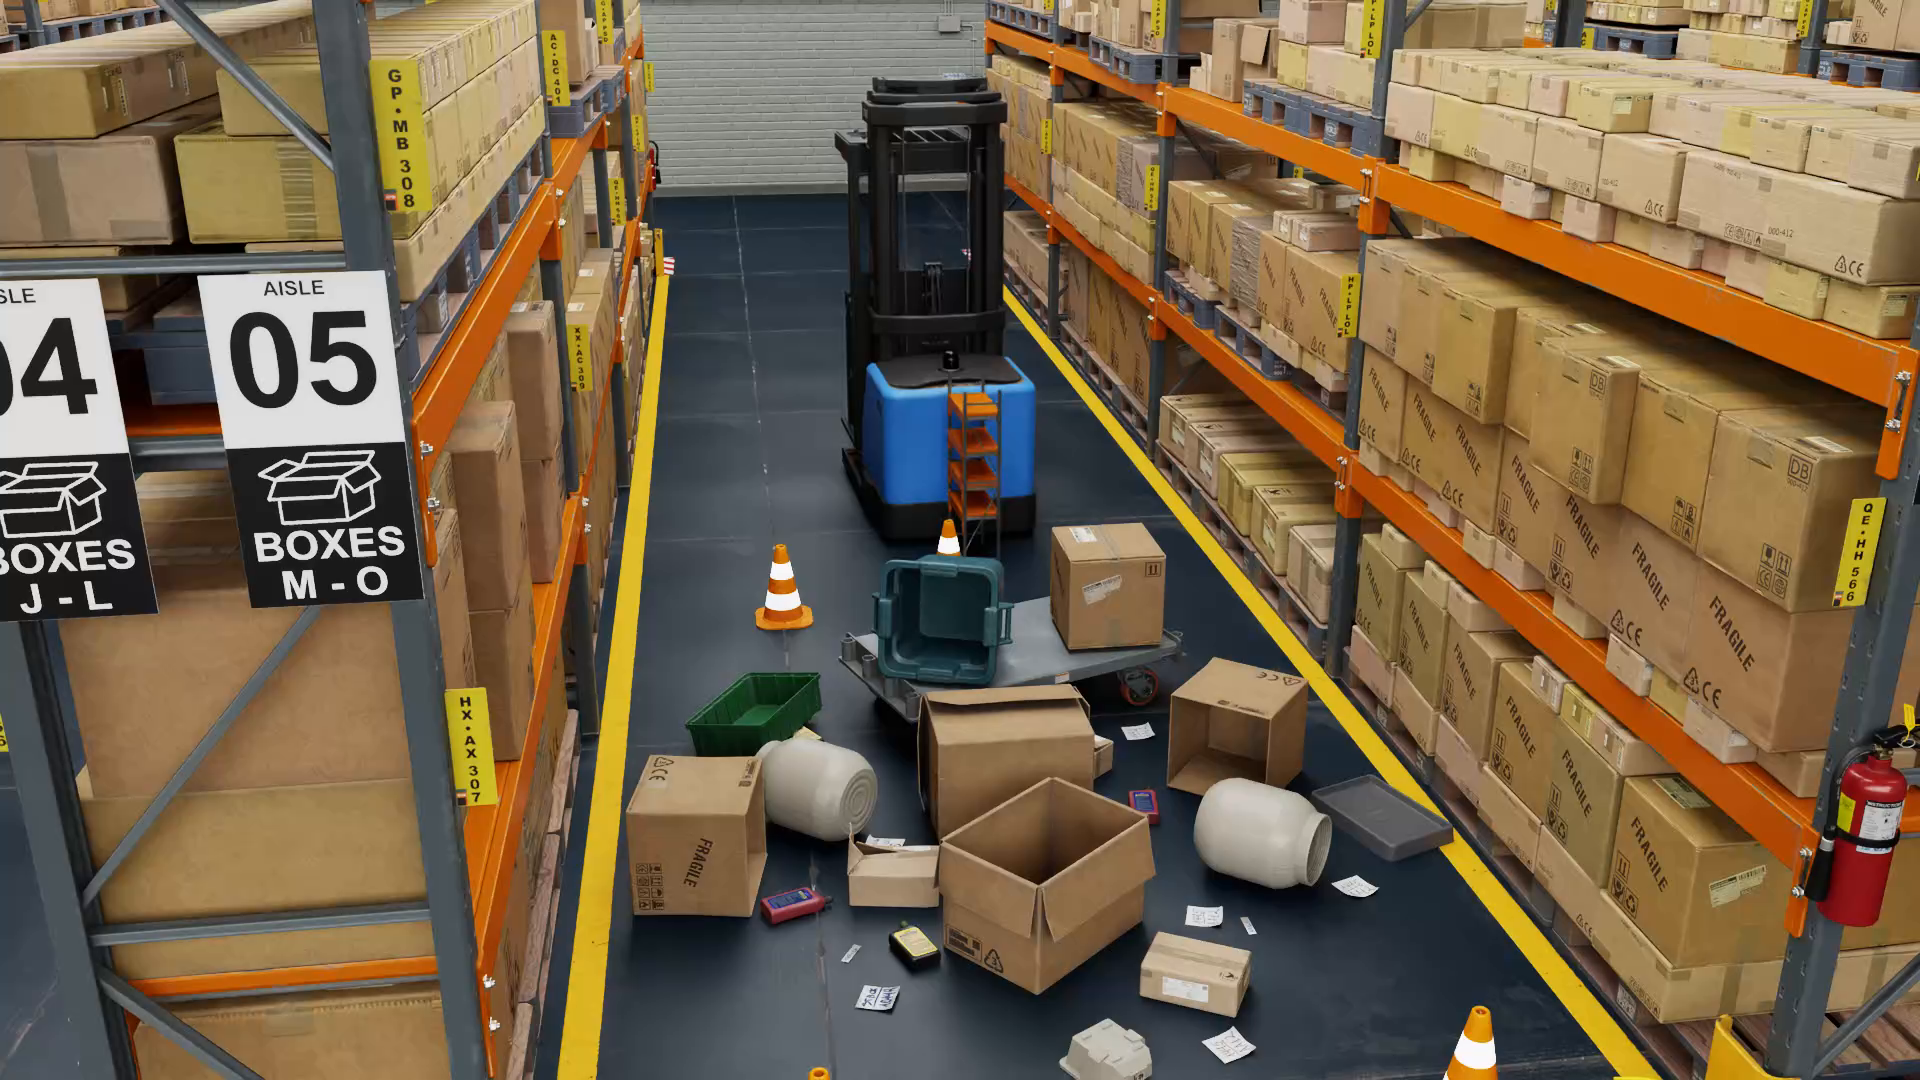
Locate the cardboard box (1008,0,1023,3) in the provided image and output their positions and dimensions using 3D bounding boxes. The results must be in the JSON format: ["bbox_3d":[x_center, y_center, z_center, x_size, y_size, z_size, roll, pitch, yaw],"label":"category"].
[{"bbox_3d":[0.729,-5.976,18.259,0.380,0.149,0.250,-2,21,-6],"label":"cardboard box"}]

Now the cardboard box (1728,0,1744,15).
[{"bbox_3d":[6.505,-4.357,13.526,0.380,0.149,0.250,-3,21,-9],"label":"cardboard box"}]

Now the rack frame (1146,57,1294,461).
[{"bbox_3d":[1.953,-2.064,12.455,1.000,3.000,0.127,-3,21,-8],"label":"rack frame"}]

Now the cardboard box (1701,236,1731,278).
[{"bbox_3d":[2.734,-0.960,5.572,0.380,0.149,0.250,-3,21,-7],"label":"cardboard box"}]

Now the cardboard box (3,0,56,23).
[{"bbox_3d":[-8.603,-4.912,14.909,0.700,0.500,0.500,-4,21,-11],"label":"cardboard box"}]

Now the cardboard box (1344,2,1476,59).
[{"bbox_3d":[2.320,-2.639,8.607,0.500,0.250,0.500,-2,21,-7],"label":"cardboard box"}]

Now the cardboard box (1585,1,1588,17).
[{"bbox_3d":[5.940,-5.017,15.690,0.380,0.149,0.250,-3,21,-7],"label":"cardboard box"}]

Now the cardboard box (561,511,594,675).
[{"bbox_3d":[-2.533,0.252,8.868,1.050,0.750,0.750,-3,21,-8],"label":"cardboard box"}]

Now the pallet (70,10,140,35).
[{"bbox_3d":[-8.710,-5.018,16.204,1.003,0.211,1.213,-3,21,-8],"label":"pallet"}]

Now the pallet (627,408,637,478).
[{"bbox_3d":[-3.042,-0.744,12.905,1.003,0.211,1.213,-3,21,-8],"label":"pallet"}]

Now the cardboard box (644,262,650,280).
[{"bbox_3d":[-3.476,-2.839,17.580,0.380,0.149,0.250,-3,21,-7],"label":"cardboard box"}]

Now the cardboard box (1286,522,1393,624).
[{"bbox_3d":[2.451,0.174,9.619,0.950,0.372,0.625,-3,21,-7],"label":"cardboard box"}]

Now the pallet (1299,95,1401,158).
[{"bbox_3d":[2.546,-2.215,8.842,1.213,0.211,1.003,-3,21,-8],"label":"pallet"}]

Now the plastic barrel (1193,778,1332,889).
[{"bbox_3d":[1.310,1.274,7.200,0.512,0.421,0.421,12,24,30],"label":"plastic barrel"}]

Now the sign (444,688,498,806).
[{"bbox_3d":[-1.228,0.522,4.181,0.100,0.325,0.005,-3,21,-8],"label":"sign"}]

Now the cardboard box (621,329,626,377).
[{"bbox_3d":[-2.791,-1.407,12.597,0.500,0.250,0.500,-4,21,-10],"label":"cardboard box"}]

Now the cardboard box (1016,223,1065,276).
[{"bbox_3d":[1.134,-3.290,18.800,0.875,0.438,0.875,-2,21,-6],"label":"cardboard box"}]

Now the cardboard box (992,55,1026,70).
[{"bbox_3d":[0.577,-5.516,19.199,0.380,0.149,0.250,-2,21,-7],"label":"cardboard box"}]

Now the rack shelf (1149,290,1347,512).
[{"bbox_3d":[2.241,-1.034,10.727,1.077,0.370,4.000,-3,21,-8],"label":"rack shelf"}]

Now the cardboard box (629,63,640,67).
[{"bbox_3d":[-3.699,-4.882,18.004,0.500,0.500,0.500,-4,21,-10],"label":"cardboard box"}]

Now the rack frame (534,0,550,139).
[{"bbox_3d":[-2.354,-3.205,6.935,1.000,3.000,0.127,-3,21,-8],"label":"rack frame"}]

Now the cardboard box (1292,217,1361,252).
[{"bbox_3d":[2.127,-1.752,9.525,0.380,0.149,0.250,-4,21,-9],"label":"cardboard box"}]

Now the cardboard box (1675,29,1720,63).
[{"bbox_3d":[6.404,-4.163,14.003,0.500,0.250,0.500,-3,21,-8],"label":"cardboard box"}]

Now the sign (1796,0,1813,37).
[{"bbox_3d":[6.327,-3.936,12.442,0.100,0.325,0.005,-3,21,-8],"label":"sign"}]

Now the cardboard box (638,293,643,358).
[{"bbox_3d":[-3.152,-1.946,15.113,0.500,0.500,0.500,-3,21,-9],"label":"cardboard box"}]

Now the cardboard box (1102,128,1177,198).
[{"bbox_3d":[1.472,-3.094,13.642,0.500,0.500,0.500,-3,21,-8],"label":"cardboard box"}]

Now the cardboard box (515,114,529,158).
[{"bbox_3d":[-1.873,-1.550,6.408,0.380,0.149,0.250,-3,21,-8],"label":"cardboard box"}]

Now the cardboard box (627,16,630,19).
[{"bbox_3d":[-3.394,-4.846,15.830,0.500,0.250,0.500,-3,21,-9],"label":"cardboard box"}]

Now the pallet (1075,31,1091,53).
[{"bbox_3d":[1.557,-4.449,14.828,0.805,0.209,1.217,-4,21,-10],"label":"pallet"}]

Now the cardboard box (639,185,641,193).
[{"bbox_3d":[-3.463,-3.615,16.966,0.380,0.149,0.250,-2,21,-5],"label":"cardboard box"}]

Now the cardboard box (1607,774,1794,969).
[{"bbox_3d":[2.732,1.182,6.023,0.500,0.500,0.500,-3,21,-7],"label":"cardboard box"}]

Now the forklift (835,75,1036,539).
[{"bbox_3d":[-0.283,-1.860,12.008,1.130,2.935,3.031,-4,21,-11],"label":"forklift"}]

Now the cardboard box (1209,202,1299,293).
[{"bbox_3d":[1.954,-1.916,10.890,0.500,0.500,0.500,-3,21,-7],"label":"cardboard box"}]

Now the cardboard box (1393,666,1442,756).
[{"bbox_3d":[2.435,0.815,8.078,0.500,0.250,0.500,-2,21,-5],"label":"cardboard box"}]

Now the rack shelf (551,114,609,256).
[{"bbox_3d":[-2.643,-2.155,9.440,1.077,0.370,4.000,-3,21,-8],"label":"rack shelf"}]

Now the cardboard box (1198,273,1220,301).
[{"bbox_3d":[1.836,-1.728,11.315,0.380,0.149,0.250,-3,21,-7],"label":"cardboard box"}]

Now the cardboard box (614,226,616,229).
[{"bbox_3d":[-3.064,-2.665,13.823,0.380,0.149,0.250,-2,21,-5],"label":"cardboard box"}]

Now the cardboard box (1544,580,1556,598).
[{"bbox_3d":[2.639,0.175,6.820,0.380,0.149,0.250,-3,21,-8],"label":"cardboard box"}]

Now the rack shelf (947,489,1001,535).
[{"bbox_3d":[0.090,-0.191,10.773,0.258,0.148,0.480,-4,21,-11],"label":"rack shelf"}]

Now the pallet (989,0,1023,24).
[{"bbox_3d":[0.917,-5.941,18.675,1.003,0.211,1.213,-3,21,-8],"label":"pallet"}]

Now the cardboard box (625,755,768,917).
[{"bbox_3d":[-1.115,1.261,7.121,0.500,0.500,0.500,1,20,2],"label":"cardboard box"}]

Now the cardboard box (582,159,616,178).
[{"bbox_3d":[-3.182,-3.210,14.433,0.380,0.149,0.250,-4,21,-9],"label":"cardboard box"}]

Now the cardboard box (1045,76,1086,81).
[{"bbox_3d":[1.060,-4.542,16.591,0.380,0.149,0.250,-3,21,-8],"label":"cardboard box"}]

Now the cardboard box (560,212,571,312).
[{"bbox_3d":[-2.652,-1.609,9.665,0.700,0.500,0.500,-3,21,-8],"label":"cardboard box"}]

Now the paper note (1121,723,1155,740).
[{"bbox_3d":[0.918,0.981,8.545,0.148,0.019,0.142,-3,21,-8],"label":"paper note"}]

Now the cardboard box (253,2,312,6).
[{"bbox_3d":[-2.600,-2.067,6.653,0.380,0.149,0.250,-3,21,-8],"label":"cardboard box"}]

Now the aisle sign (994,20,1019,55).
[{"bbox_3d":[0.502,-6.062,19.444,0.394,0.787,0.004,-3,21,-8],"label":"aisle sign"}]

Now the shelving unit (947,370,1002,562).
[{"bbox_3d":[0.090,-0.440,10.680,0.258,1.200,0.503,-4,21,-11],"label":"shelving unit"}]

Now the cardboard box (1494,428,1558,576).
[{"bbox_3d":[2.564,-0.178,6.837,0.500,0.500,0.500,-3,21,-7],"label":"cardboard box"}]

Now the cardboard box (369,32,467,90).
[{"bbox_3d":[-1.657,-1.398,4.860,0.380,0.149,0.250,-3,21,-9],"label":"cardboard box"}]

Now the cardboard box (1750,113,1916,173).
[{"bbox_3d":[2.711,-1.236,5.170,0.380,0.149,0.250,-3,21,-8],"label":"cardboard box"}]

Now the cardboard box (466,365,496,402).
[{"bbox_3d":[-2.115,-0.279,5.919,0.875,0.550,0.500,-3,21,-8],"label":"cardboard box"}]

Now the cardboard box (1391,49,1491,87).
[{"bbox_3d":[2.252,-2.214,7.790,0.380,0.149,0.250,-3,21,-9],"label":"cardboard box"}]

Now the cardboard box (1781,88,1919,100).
[{"bbox_3d":[3.180,-1.531,5.960,0.380,0.149,0.250,-2,21,-6],"label":"cardboard box"}]

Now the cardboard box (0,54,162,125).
[{"bbox_3d":[-2.197,-1.100,4.063,0.380,0.149,0.250,-3,21,-7],"label":"cardboard box"}]

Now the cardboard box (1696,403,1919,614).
[{"bbox_3d":[2.816,-0.114,5.238,0.700,0.500,0.500,-3,21,-9],"label":"cardboard box"}]

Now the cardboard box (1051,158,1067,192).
[{"bbox_3d":[1.161,-3.446,15.656,0.500,0.250,0.500,-4,21,-9],"label":"cardboard box"}]

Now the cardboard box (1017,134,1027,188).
[{"bbox_3d":[0.890,-3.995,17.481,0.500,0.500,0.500,-3,21,-9],"label":"cardboard box"}]
